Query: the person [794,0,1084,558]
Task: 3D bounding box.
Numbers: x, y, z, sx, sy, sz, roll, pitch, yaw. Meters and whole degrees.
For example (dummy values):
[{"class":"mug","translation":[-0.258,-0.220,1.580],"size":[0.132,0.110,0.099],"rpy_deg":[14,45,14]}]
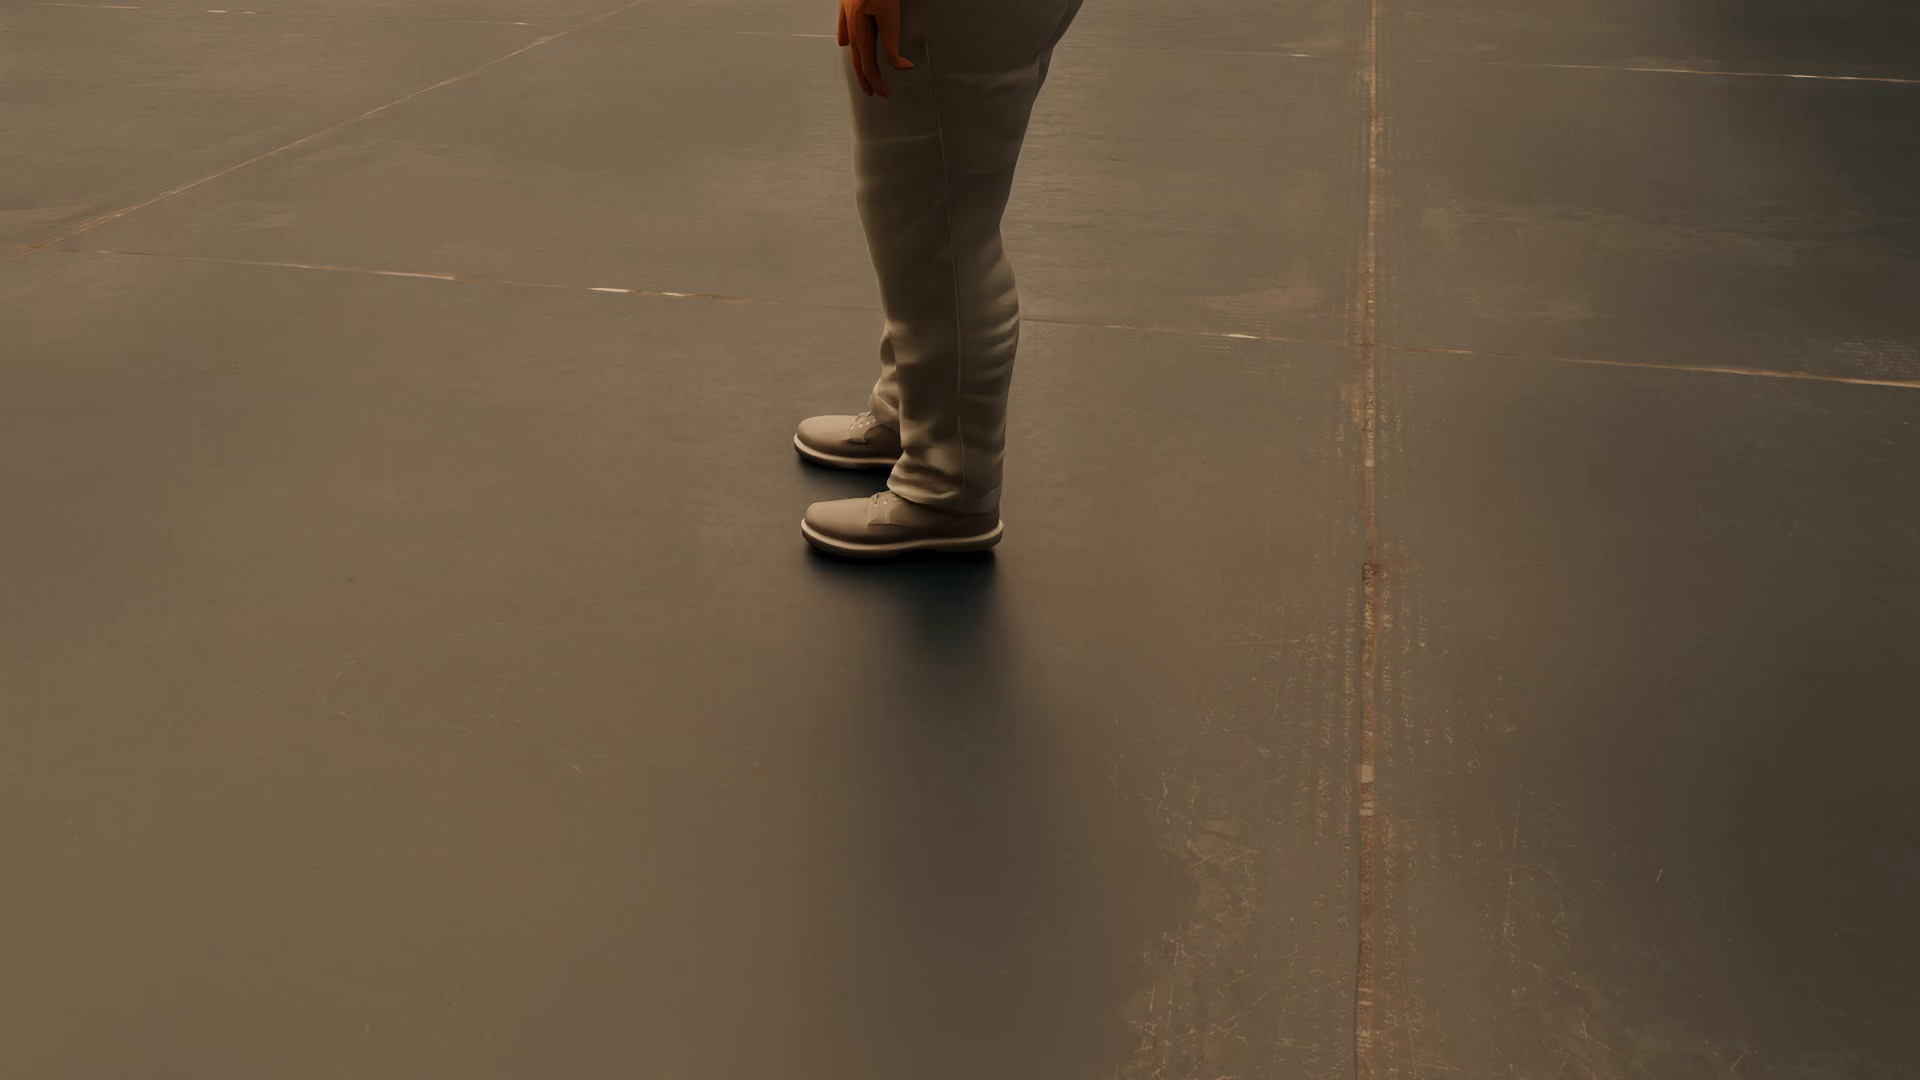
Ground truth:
[{"class":"person","translation":[-0.070,-0.768,2.157],"size":[0.529,1.670,0.598],"rpy_deg":[6,27,11]}]
